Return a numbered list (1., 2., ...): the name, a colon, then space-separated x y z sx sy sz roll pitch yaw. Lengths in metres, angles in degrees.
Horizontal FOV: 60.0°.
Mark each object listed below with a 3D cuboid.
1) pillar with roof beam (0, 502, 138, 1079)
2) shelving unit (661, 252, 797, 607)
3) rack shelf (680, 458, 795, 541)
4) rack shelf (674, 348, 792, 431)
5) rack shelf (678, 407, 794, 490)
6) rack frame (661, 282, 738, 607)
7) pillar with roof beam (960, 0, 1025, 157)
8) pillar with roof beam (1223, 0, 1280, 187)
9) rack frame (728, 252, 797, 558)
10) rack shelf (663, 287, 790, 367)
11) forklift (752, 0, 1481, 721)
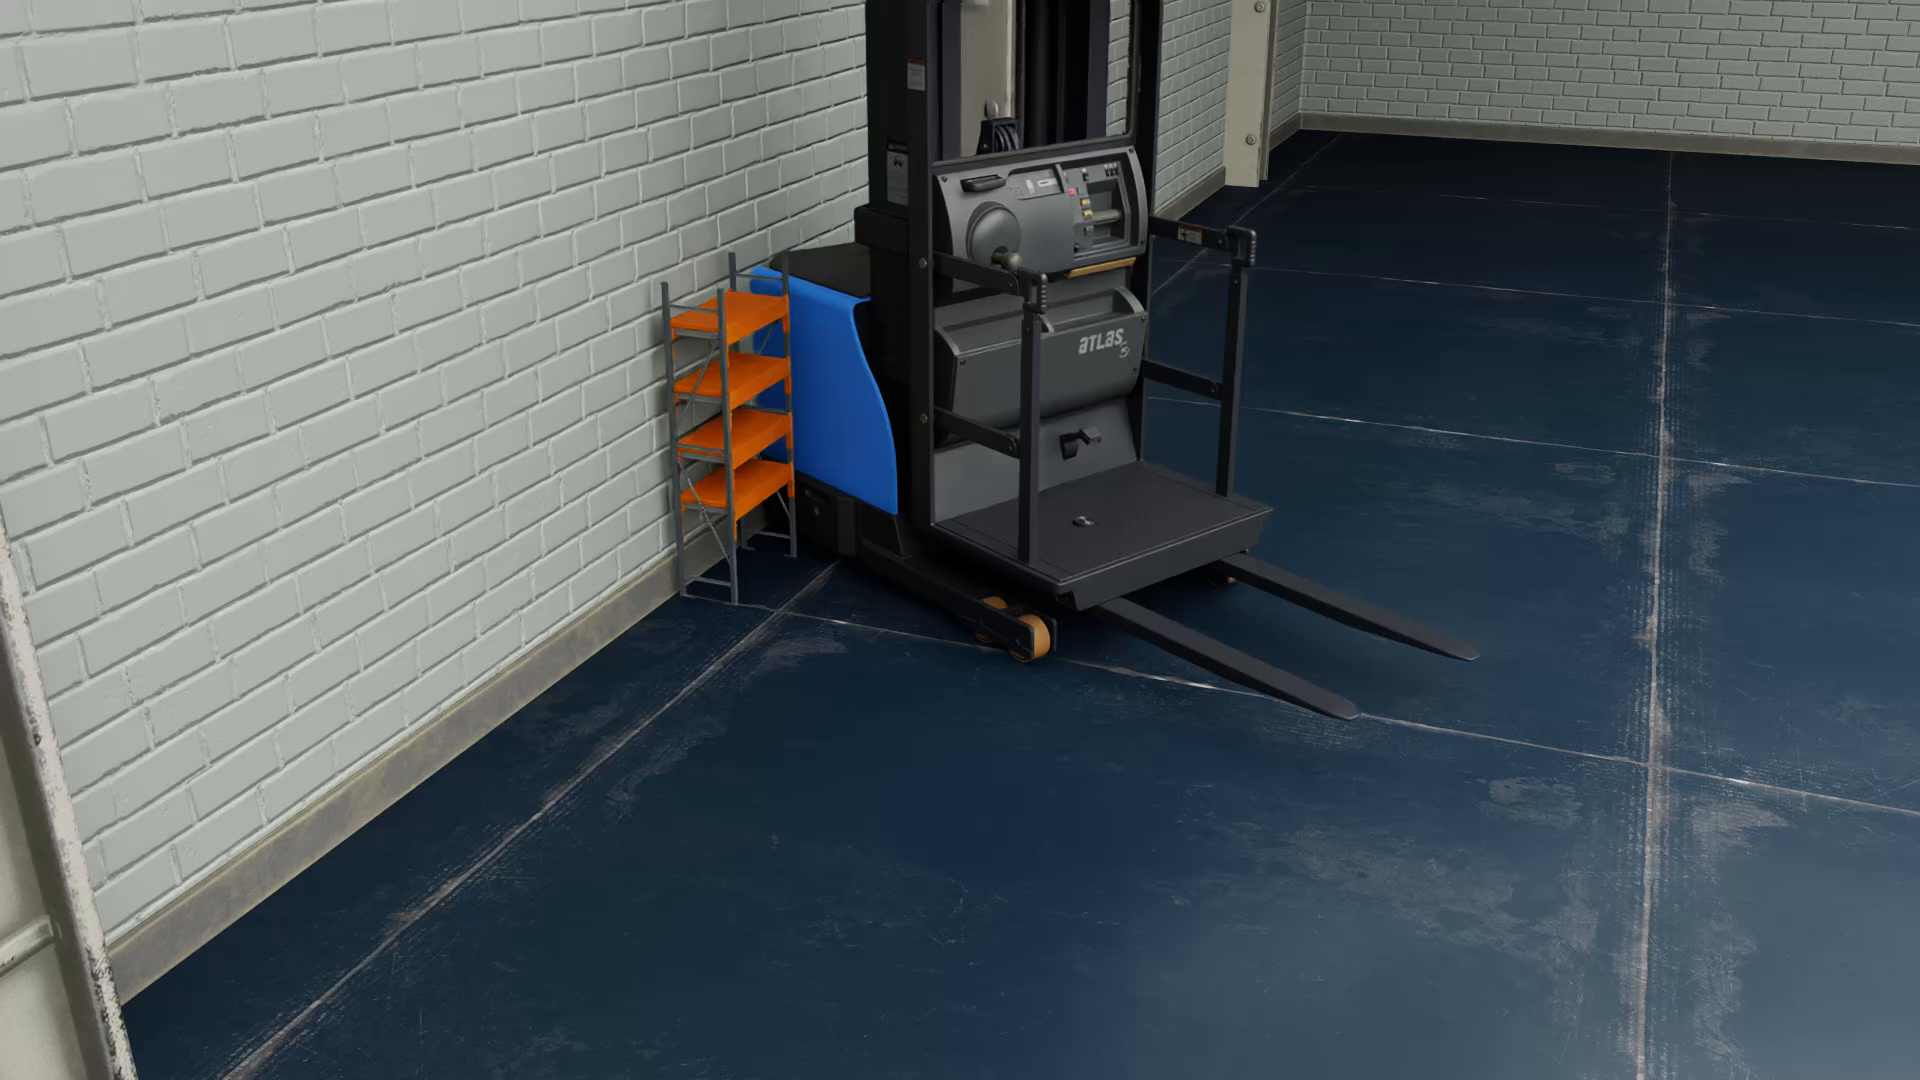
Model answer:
1. pillar with roof beam: 1.922 -2.246 0.451 9.100 9.000 0.400 9 24 20
2. shelving unit: -0.842 -0.413 6.178 0.258 1.200 0.503 9 24 19
3. rack shelf: -0.845 -0.169 6.282 0.258 0.148 0.480 9 24 19
4. rack shelf: -0.840 -0.557 6.117 0.258 0.148 0.480 9 24 19
5. rack shelf: -0.843 -0.351 6.204 0.258 0.148 0.480 9 24 19
6. rack frame: -0.930 -0.325 5.968 0.240 1.200 0.015 9 24 19
7. pillar with roof beam: 4.151 -4.393 5.591 9.100 9.000 0.400 9 24 20
8. pillar with roof beam: 6.379 -6.540 10.732 9.100 9.000 0.400 9 24 20
9. rack frame: -0.754 -0.501 6.388 0.240 1.200 0.015 9 24 19
10. rack shelf: -0.837 -0.775 6.024 0.258 0.148 0.480 9 24 19
11. forklift: 0.439 -1.148 5.695 1.130 2.935 3.031 -18 28 -36
